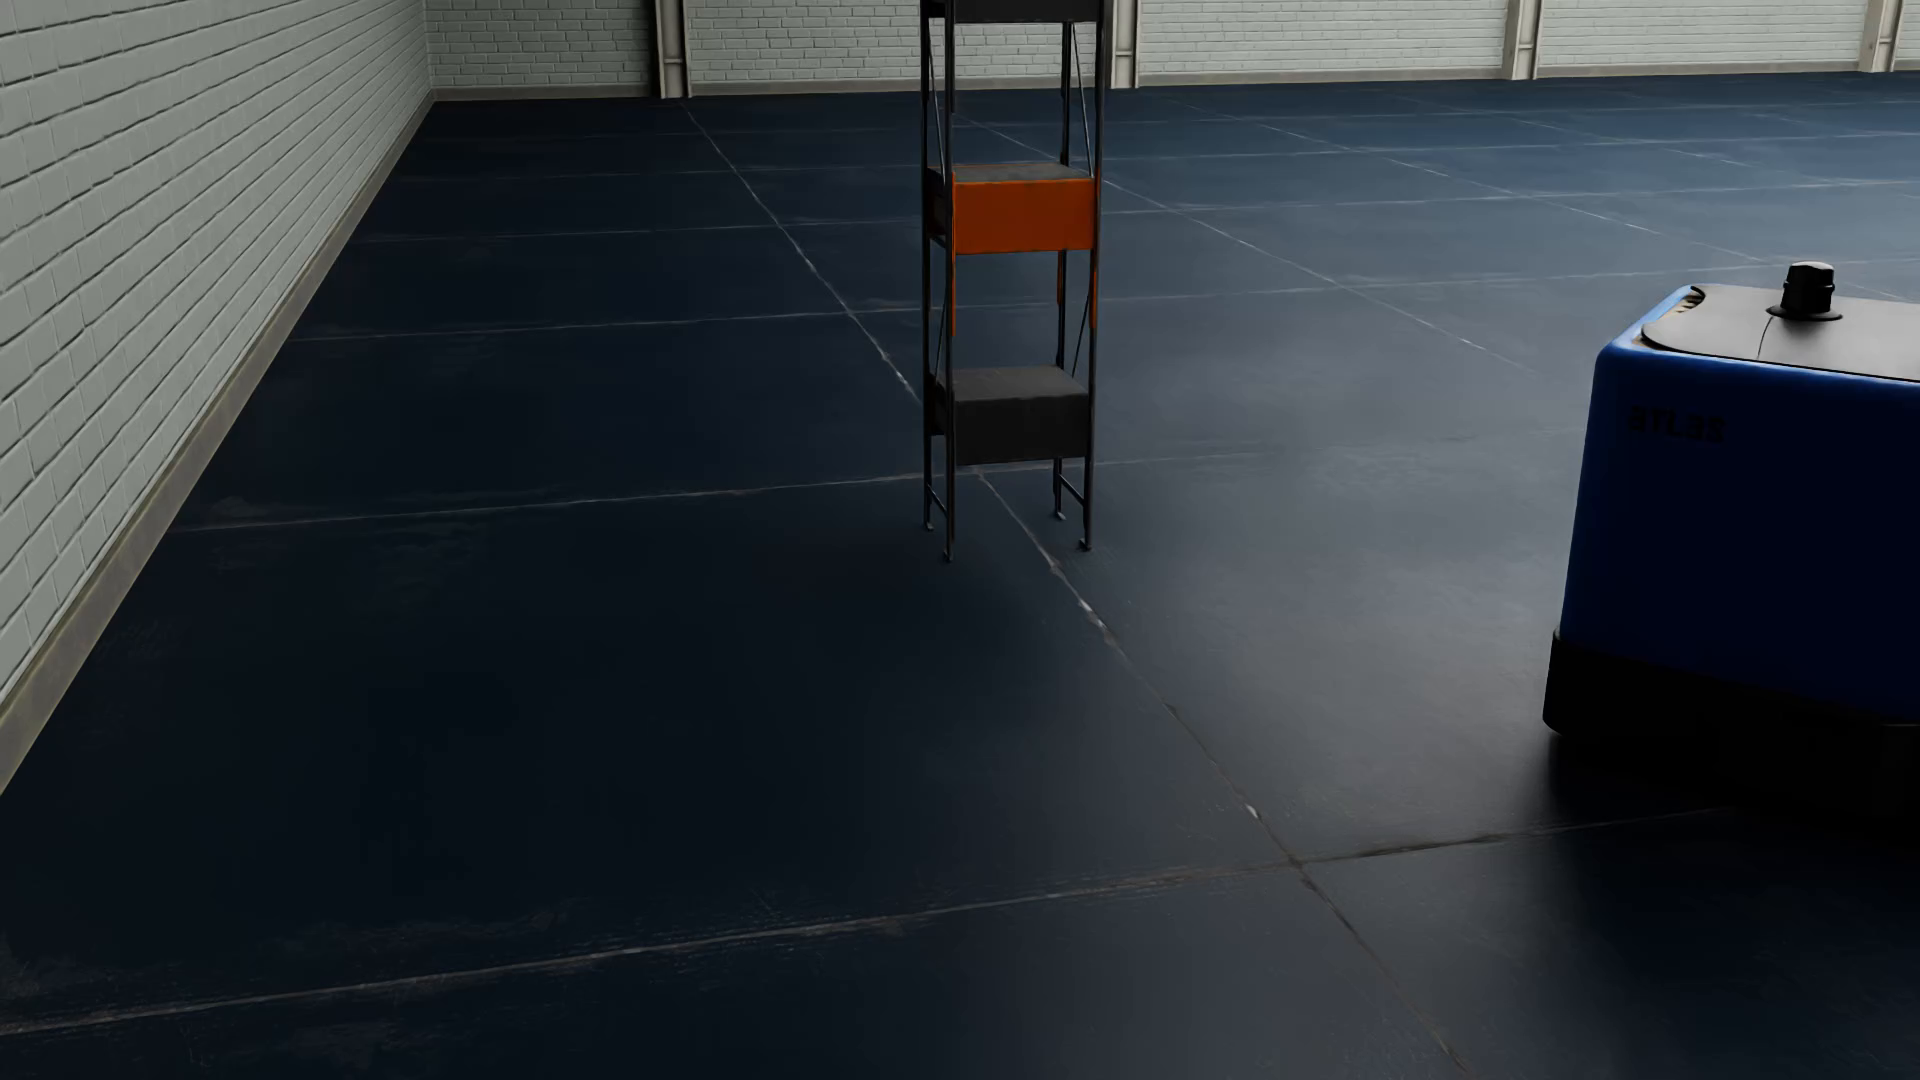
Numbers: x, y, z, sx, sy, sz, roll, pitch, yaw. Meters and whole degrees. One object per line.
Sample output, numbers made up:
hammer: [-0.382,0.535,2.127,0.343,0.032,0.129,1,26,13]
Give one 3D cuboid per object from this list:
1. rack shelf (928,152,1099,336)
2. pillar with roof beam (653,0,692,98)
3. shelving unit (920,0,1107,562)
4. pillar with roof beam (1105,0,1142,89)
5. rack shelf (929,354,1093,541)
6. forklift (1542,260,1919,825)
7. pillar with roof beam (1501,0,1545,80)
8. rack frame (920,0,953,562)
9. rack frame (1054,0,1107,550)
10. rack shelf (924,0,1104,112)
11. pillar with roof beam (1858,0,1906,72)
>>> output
rack shelf: [0.161,-0.986,5.494,0.480,0.518,0.431,-5,21,-12]
pillar with roof beam: [-2.657,-8.466,15.844,0.400,9.000,9.100,-5,21,-12]
shelving unit: [0.161,-0.999,5.489,0.503,2.100,0.431,-5,21,-12]
pillar with roof beam: [3.182,-8.941,17.140,0.400,9.000,9.100,-5,21,-12]
rack shelf: [0.161,-0.329,5.735,0.480,0.518,0.431,-5,21,-12]
forklift: [3.026,-0.686,3.427,3.031,2.935,1.130,13,24,31]
pillar with roof beam: [9.021,-9.416,18.437,0.400,9.000,9.100,-5,21,-12]
rack frame: [-0.076,-0.980,5.436,0.015,2.100,0.400,-5,21,-12]
rack frame: [0.399,-1.018,5.542,0.015,2.100,0.400,-5,21,-12]
rack shelf: [0.161,-1.644,5.253,0.480,0.518,0.431,-5,21,-12]
pillar with roof beam: [14.860,-9.891,19.733,0.400,9.000,9.100,-5,21,-12]
